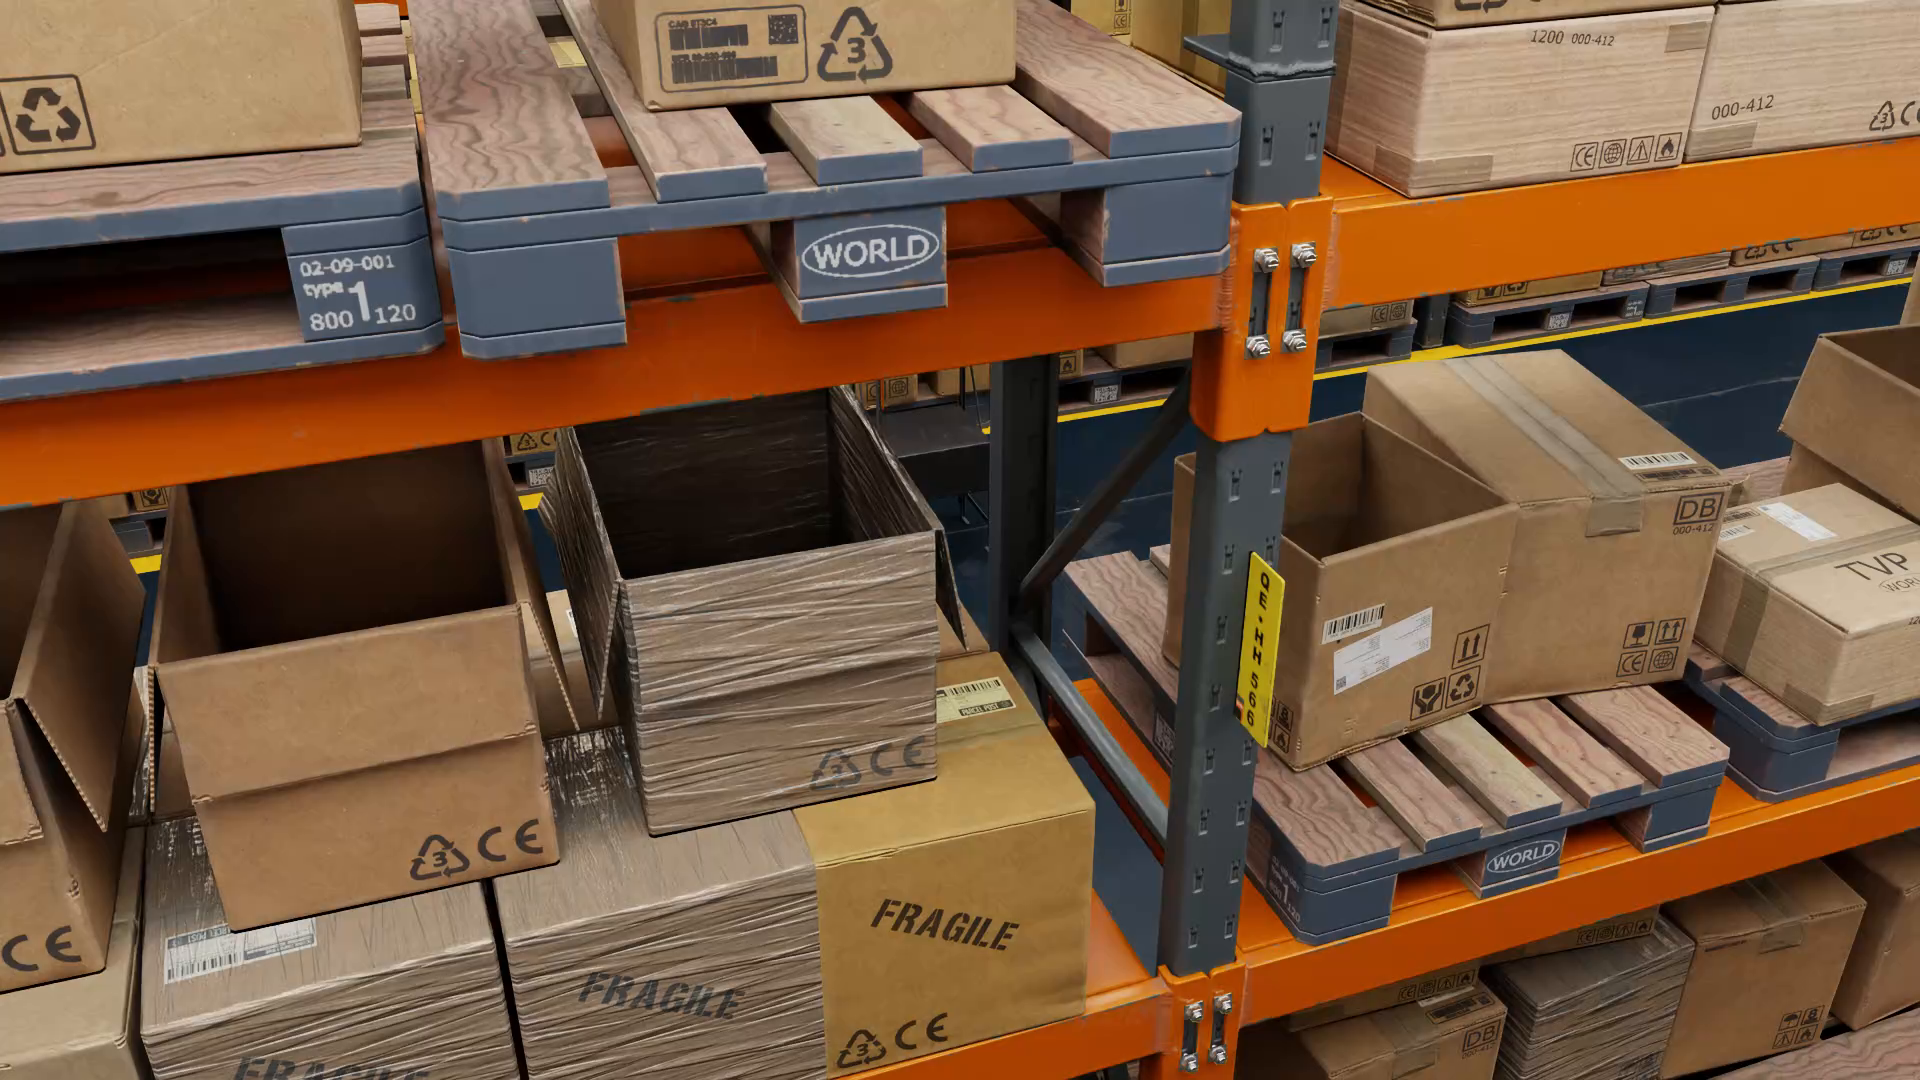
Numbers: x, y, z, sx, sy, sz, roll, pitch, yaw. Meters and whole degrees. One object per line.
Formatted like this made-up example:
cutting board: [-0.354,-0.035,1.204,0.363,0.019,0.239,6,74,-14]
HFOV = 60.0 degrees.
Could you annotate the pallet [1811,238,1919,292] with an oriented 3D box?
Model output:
pallet: [5.435,-1.884,10.344,1.213,0.211,1.003,-10,31,-18]

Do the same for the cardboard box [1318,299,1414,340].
cardboard box: [1.858,-1.636,8.939,0.750,0.750,1.050,-11,31,-18]

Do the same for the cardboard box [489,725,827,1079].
cardboard box: [-0.552,0.670,2.944,0.500,0.500,0.500,-11,31,-18]

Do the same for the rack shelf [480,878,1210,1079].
rack shelf: [-1.581,1.087,3.038,4.000,0.370,1.077,-10,31,-18]

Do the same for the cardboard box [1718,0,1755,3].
cardboard box: [1.301,-1.182,2.659,0.500,0.500,0.500,-10,31,-17]

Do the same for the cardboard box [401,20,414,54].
cardboard box: [-2.324,-2.143,7.210,0.250,0.149,0.380,-11,31,-18]

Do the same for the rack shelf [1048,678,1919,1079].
rack shelf: [2.168,0.397,4.250,4.000,0.370,1.077,-10,31,-18]

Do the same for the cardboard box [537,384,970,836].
cardboard box: [-0.397,0.069,2.985,0.637,0.503,0.797,-9,31,-16]

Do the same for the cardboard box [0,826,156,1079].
cardboard box: [-1.514,0.848,2.630,0.500,0.500,0.500,-10,31,-17]

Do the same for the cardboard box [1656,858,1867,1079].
cardboard box: [1.959,0.997,4.551,0.500,0.500,0.700,-8,31,-13]

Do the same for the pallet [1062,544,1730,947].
pallet: [0.925,0.340,3.816,1.003,0.211,1.213,-10,31,-18]

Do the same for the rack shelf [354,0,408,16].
rack shelf: [-5.036,-3.511,11.108,4.000,0.370,1.077,-10,31,-18]

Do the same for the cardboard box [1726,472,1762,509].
cardboard box: [1.763,-0.108,4.120,0.258,0.266,0.396,-11,32,-19]

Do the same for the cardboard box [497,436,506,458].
cardboard box: [-2.354,-0.663,7.484,0.500,0.500,0.500,-9,31,-16]

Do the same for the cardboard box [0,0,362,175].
cardboard box: [-1.031,-0.771,2.018,0.500,0.500,0.500,-9,31,-15]

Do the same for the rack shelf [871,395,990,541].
rack shelf: [-0.155,-0.264,7.033,0.480,0.518,0.431,-10,31,-18]

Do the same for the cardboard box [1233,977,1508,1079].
cardboard box: [0.915,1.199,4.195,0.500,0.500,0.700,-12,32,-20]

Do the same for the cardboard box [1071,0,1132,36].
cardboard box: [0.516,-2.706,7.858,0.500,0.500,0.700,-11,31,-18]

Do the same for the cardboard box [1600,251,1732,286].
cardboard box: [3.865,-2.072,9.579,0.875,0.875,0.875,-10,31,-17]

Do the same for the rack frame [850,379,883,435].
rack frame: [-0.384,-0.842,6.606,0.015,2.100,0.400,-10,31,-18]

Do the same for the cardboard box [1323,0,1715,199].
cardboard box: [0.823,-0.772,2.696,0.500,0.250,0.500,-10,31,-17]

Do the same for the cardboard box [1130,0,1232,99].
cardboard box: [0.654,-1.005,3.104,0.500,0.250,0.500,-10,31,-18]

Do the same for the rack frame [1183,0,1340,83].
rack frame: [0.294,-2.177,1.981,0.127,3.000,1.000,-10,31,-18]

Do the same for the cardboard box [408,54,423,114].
cardboard box: [-2.122,-1.836,6.671,0.250,0.149,0.380,-9,31,-16]

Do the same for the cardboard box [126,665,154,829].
cardboard box: [-1.687,0.609,3.050,0.500,0.500,0.500,-10,31,-17]

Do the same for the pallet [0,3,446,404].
pallet: [-1.338,-0.462,2.191,1.213,0.211,1.003,-9,31,-15]

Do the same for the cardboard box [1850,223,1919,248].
cardboard box: [5.544,-2.382,10.122,0.875,0.875,0.875,-10,31,-17]

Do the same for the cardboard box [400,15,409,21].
cardboard box: [-3.838,-3.347,11.817,0.875,0.875,0.875,-11,31,-18]

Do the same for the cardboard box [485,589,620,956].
cardboard box: [-0.739,0.434,3.357,0.500,0.500,0.500,-11,32,-19]

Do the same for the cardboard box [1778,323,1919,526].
cardboard box: [2.450,-0.146,3.948,0.637,0.503,0.797,-7,30,-13]

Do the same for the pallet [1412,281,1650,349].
pallet: [3.148,-1.463,9.605,1.213,0.211,1.003,-10,31,-18]

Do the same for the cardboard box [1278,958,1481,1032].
cardboard box: [0.911,0.869,4.018,0.500,0.250,0.500,-9,31,-16]

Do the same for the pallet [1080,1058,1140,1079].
pallet: [1.027,1.507,4.392,1.213,0.211,1.003,-10,31,-18]

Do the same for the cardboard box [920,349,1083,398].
cardboard box: [0.079,-1.310,8.368,0.750,0.750,1.050,-10,31,-17]

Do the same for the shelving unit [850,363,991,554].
shelving unit: [-0.155,-0.884,6.680,0.503,2.100,0.431,-10,31,-18]

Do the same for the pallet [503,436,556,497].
pallet: [-2.074,-0.543,7.990,1.213,0.211,1.003,-10,31,-18]

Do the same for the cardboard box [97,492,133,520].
cardboard box: [-3.810,-0.392,7.008,0.500,0.500,0.500,-9,31,-15]

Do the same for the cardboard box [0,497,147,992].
cardboard box: [-1.635,0.299,2.581,0.637,0.503,0.797,-9,31,-16]

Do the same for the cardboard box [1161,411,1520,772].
cardboard box: [0.786,0.092,3.534,0.500,0.500,0.500,-14,33,-24]

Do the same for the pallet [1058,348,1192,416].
pallet: [0.566,-0.987,8.770,1.213,0.211,1.003,-10,31,-18]
